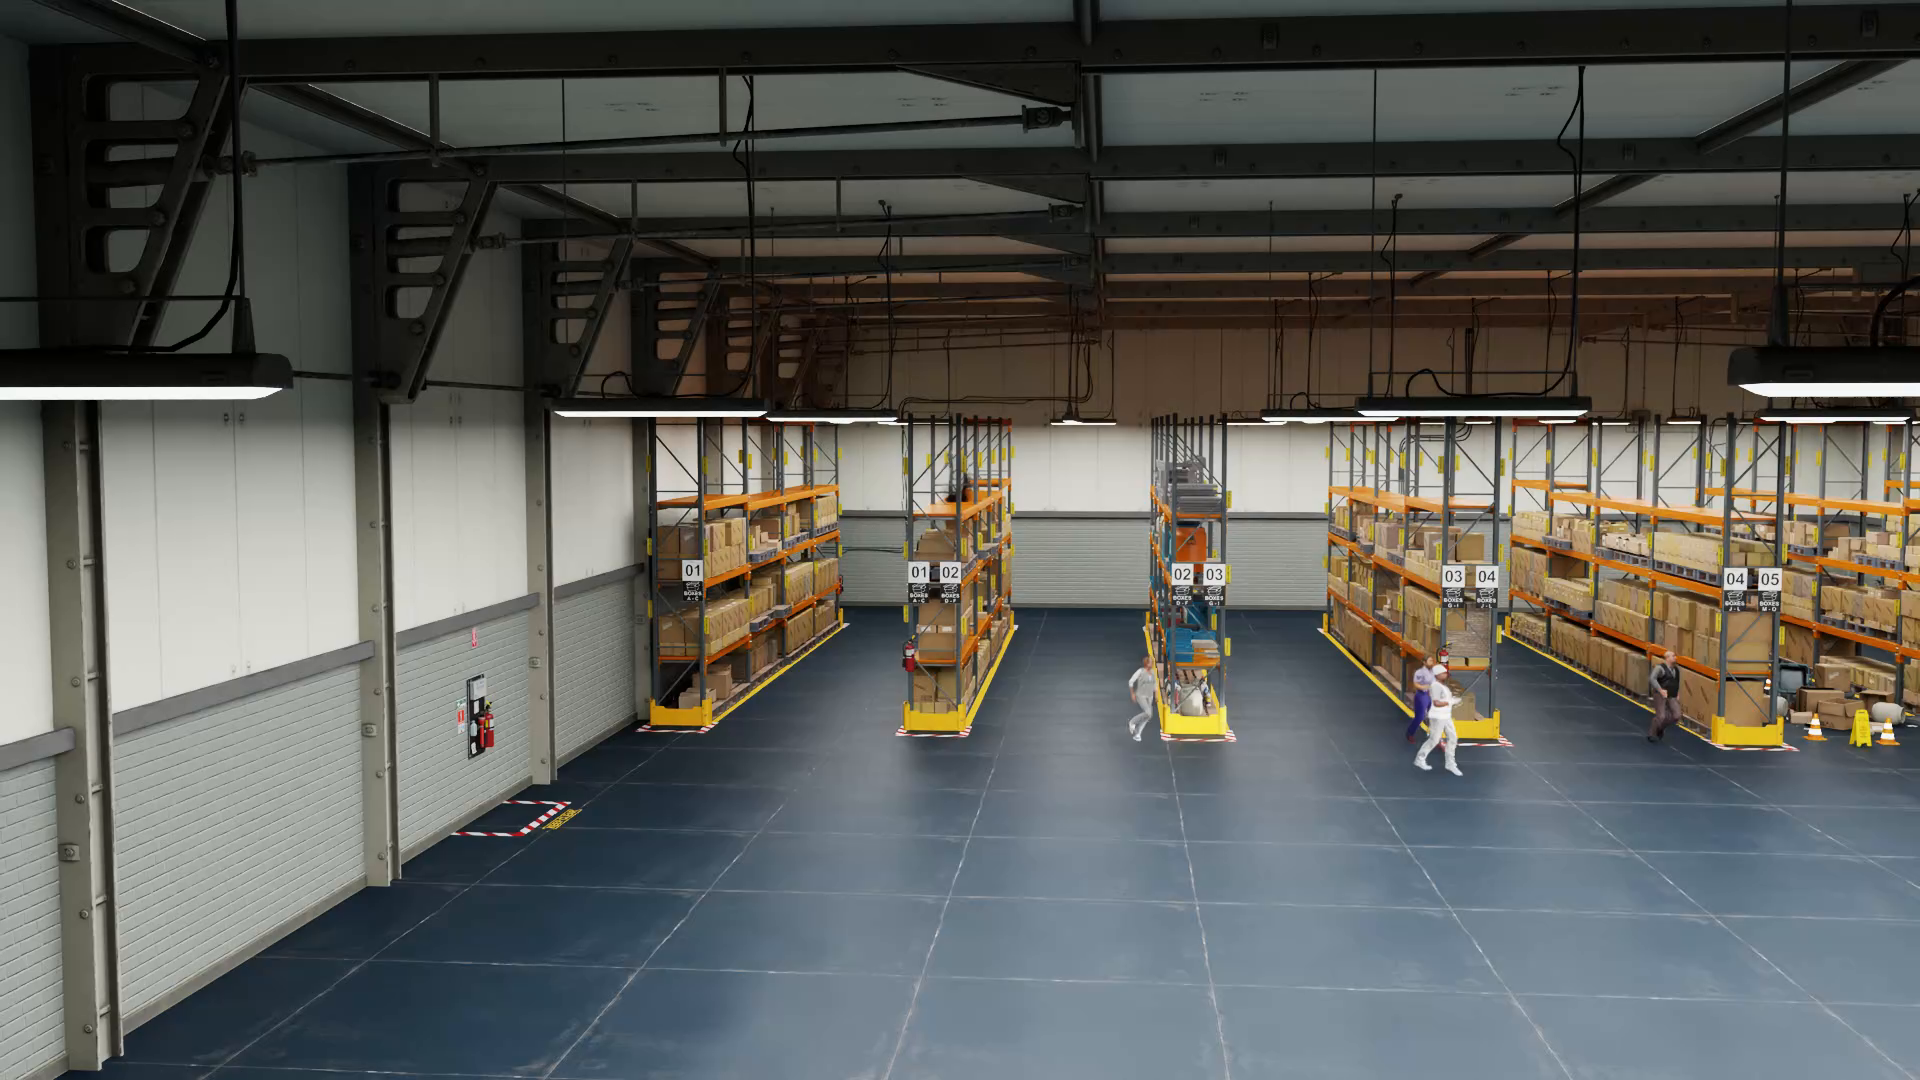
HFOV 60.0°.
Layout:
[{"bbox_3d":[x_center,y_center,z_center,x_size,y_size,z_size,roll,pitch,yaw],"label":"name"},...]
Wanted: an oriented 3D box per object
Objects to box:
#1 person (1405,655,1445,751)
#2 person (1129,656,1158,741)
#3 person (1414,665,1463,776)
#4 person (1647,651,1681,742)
[{"bbox_3d":[8.349,2.881,29.763,0.615,1.671,0.838,-2,4,-26],"label":"person"},{"bbox_3d":[3.426,2.908,30.504,0.569,1.522,0.478,-2,4,-31],"label":"person"},{"bbox_3d":[7.912,2.971,27.481,0.775,1.836,0.664,2,5,32],"label":"person"},{"bbox_3d":[12.906,2.855,30.293,0.714,1.664,0.528,-1,4,-18],"label":"person"}]
